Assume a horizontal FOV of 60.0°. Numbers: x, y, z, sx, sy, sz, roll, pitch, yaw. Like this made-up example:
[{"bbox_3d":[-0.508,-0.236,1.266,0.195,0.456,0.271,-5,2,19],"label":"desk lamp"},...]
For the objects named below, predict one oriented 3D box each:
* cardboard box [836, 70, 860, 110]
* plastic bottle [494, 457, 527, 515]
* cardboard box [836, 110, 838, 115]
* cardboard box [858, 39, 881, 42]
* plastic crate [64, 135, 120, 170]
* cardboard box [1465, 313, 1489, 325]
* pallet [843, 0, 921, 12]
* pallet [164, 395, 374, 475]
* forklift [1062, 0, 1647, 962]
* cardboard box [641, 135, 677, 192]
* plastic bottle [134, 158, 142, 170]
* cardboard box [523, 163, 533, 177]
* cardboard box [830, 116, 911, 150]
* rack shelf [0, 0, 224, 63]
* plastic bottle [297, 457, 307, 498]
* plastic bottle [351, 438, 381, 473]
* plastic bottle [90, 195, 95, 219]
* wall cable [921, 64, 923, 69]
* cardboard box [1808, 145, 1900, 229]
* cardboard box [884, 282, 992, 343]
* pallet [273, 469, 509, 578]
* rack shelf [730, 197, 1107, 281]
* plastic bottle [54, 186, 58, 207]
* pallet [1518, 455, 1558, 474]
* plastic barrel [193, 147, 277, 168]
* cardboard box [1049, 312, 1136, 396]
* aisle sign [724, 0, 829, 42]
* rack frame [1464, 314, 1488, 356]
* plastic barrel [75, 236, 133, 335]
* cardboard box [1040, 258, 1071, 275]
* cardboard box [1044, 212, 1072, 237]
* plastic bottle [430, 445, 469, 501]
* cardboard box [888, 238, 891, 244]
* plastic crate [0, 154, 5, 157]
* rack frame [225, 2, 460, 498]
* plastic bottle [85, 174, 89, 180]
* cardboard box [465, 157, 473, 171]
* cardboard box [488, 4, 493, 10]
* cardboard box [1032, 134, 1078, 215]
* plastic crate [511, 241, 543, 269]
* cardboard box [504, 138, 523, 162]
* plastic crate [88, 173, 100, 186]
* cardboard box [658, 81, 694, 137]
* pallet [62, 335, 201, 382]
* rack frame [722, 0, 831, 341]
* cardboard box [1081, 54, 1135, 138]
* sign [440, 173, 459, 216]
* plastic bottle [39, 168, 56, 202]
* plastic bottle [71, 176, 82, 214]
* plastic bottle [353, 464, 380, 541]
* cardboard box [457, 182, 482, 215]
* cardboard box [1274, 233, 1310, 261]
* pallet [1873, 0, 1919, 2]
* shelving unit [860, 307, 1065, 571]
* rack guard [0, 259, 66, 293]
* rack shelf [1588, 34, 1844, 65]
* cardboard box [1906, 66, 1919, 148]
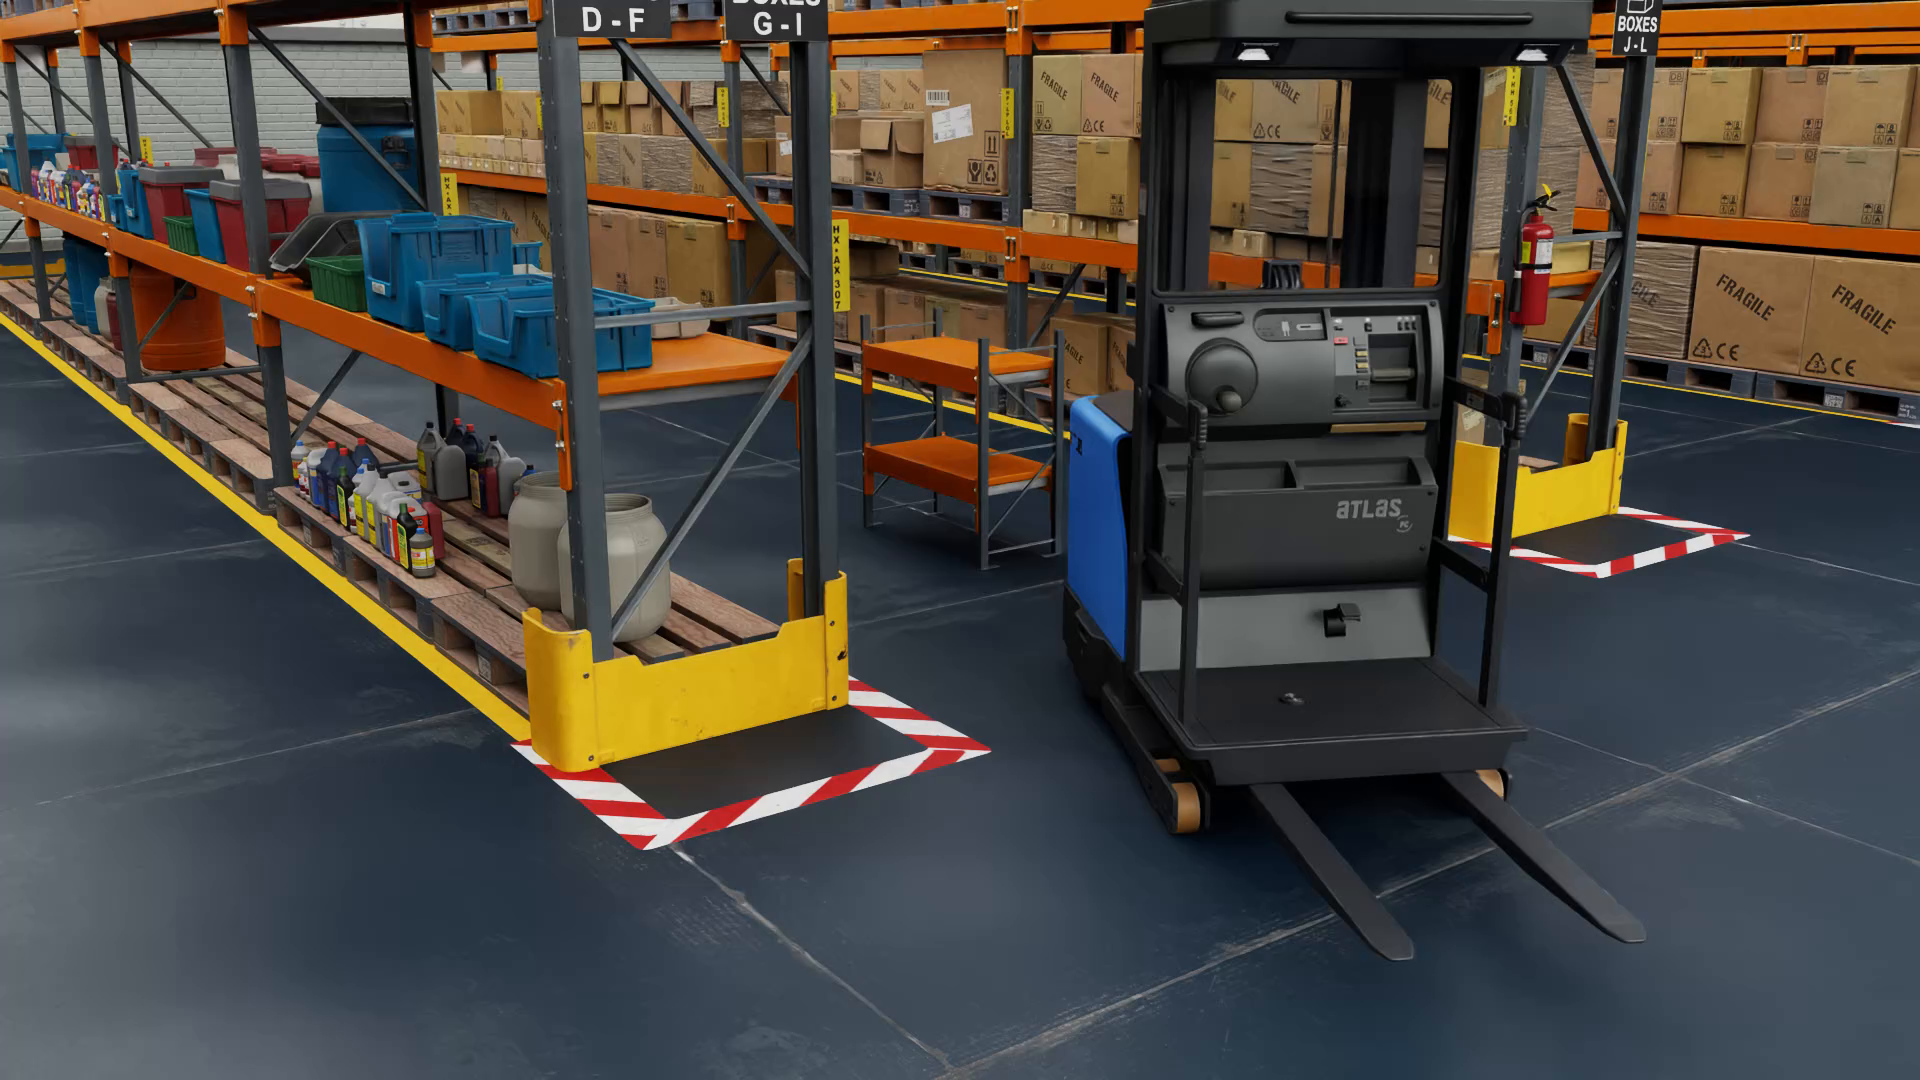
[{"bbox_3d":[-1.276,-5.905,21.824,0.500,0.500,0.500,-12,19,-36],"label":"cardboard box"},{"bbox_3d":[-2.233,-0.279,8.240,0.152,0.276,0.135,-10,18,-34],"label":"plastic bottle"},{"bbox_3d":[-1.564,-5.534,22.361,0.500,0.500,0.500,-11,19,-34],"label":"cardboard box"},{"bbox_3d":[-0.956,-6.498,21.238,0.500,0.250,0.500,-11,19,-35],"label":"cardboard box"},{"bbox_3d":[-8.266,-3.616,15.872,0.402,0.464,0.583,-11,19,-35],"label":"plastic crate"},{"bbox_3d":[4.400,-2.372,15.026,1.050,0.750,0.750,-11,19,-35],"label":"cardboard box"},{"bbox_3d":[-0.122,-4.113,12.595,1.213,0.211,1.003,-11,19,-35],"label":"pallet"},{"bbox_3d":[-4.454,-0.696,10.719,1.003,0.211,1.213,-11,19,-35],"label":"pallet"},{"bbox_3d":[1.149,-0.591,5.183,1.130,2.935,3.031,-2,15,-8],"label":"forklift"},{"bbox_3d":[-2.672,-3.574,15.764,0.500,0.500,0.500,-12,19,-36],"label":"cardboard box"},{"bbox_3d":[-7.138,-3.158,14.524,0.144,0.351,0.185,-11,19,-35],"label":"plastic bottle"},{"bbox_3d":[-4.533,-4.044,18.145,0.380,0.149,0.250,-10,18,-33],"label":"cardboard box"},{"bbox_3d":[-0.826,-3.280,13.891,0.700,0.500,0.500,-8,17,-26],"label":"cardboard box"},{"bbox_3d":[-6.768,-4.000,13.188,1.077,0.370,4.000,-11,19,-35],"label":"rack shelf"},{"bbox_3d":[-3.347,-0.323,8.543,0.097,0.201,0.097,0,15,0],"label":"plastic bottle"},{"bbox_3d":[-2.984,-0.339,8.316,0.144,0.351,0.185,-11,19,-35],"label":"plastic bottle"},{"bbox_3d":[-6.420,-2.495,12.385,0.097,0.201,0.097,0,15,0],"label":"plastic bottle"},{"bbox_3d":[-0.467,-8.401,31.664,0.588,1.984,0.122,-11,19,-35],"label":"wall cable"},{"bbox_3d":[6.594,-2.540,11.891,0.875,0.550,0.550,-11,19,-35],"label":"cardboard box"},{"bbox_3d":[-0.171,-1.753,13.199,0.700,0.500,0.500,-13,20,-39],"label":"cardboard box"},{"bbox_3d":[-2.879,-0.124,8.628,1.003,0.211,1.213,-11,19,-35],"label":"pallet"},{"bbox_3d":[-0.409,-2.467,13.272,1.077,0.370,4.000,-11,19,-35],"label":"rack shelf"},{"bbox_3d":[-7.389,-2.846,13.670,0.097,0.201,0.097,0,15,0],"label":"plastic bottle"},{"bbox_3d":[2.625,-0.383,9.577,1.003,0.211,1.213,-11,19,-35],"label":"pallet"},{"bbox_3d":[-5.074,-2.486,11.720,0.600,0.536,0.708,-11,19,-35],"label":"plastic barrel"},{"bbox_3d":[0.970,-1.293,11.557,0.500,0.500,0.500,-12,19,-36],"label":"cardboard box"},{"bbox_3d":[-0.609,-2.048,5.454,0.394,0.787,0.004,-11,19,-35],"label":"aisle sign"},{"bbox_3d":[4.838,-3.136,14.351,1.000,3.000,0.127,-11,19,-35],"label":"rack frame"},{"bbox_3d":[-7.221,-2.247,14.284,0.600,0.901,0.708,-11,19,-35],"label":"plastic barrel"},{"bbox_3d":[1.262,-3.309,18.922,0.500,0.500,0.500,-12,19,-37],"label":"cardboard box"},{"bbox_3d":[0.786,-2.118,11.109,0.380,0.149,0.250,-11,19,-35],"label":"cardboard box"},{"bbox_3d":[-2.620,-0.355,8.517,0.152,0.276,0.135,-11,19,-35],"label":"plastic bottle"},{"bbox_3d":[-0.721,-3.892,21.720,0.380,0.149,0.250,-11,19,-36],"label":"cardboard box"},{"bbox_3d":[-10.029,-3.885,17.291,0.416,0.233,0.300,-11,19,-35],"label":"plastic crate"},{"bbox_3d":[-3.240,-1.619,8.808,1.000,3.000,0.127,-11,19,-35],"label":"rack frame"},{"bbox_3d":[-7.022,-2.811,13.410,0.097,0.271,0.097,0,15,0],"label":"plastic bottle"},{"bbox_3d":[-5.589,-4.427,19.546,0.380,0.149,0.250,-11,19,-35],"label":"cardboard box"},{"bbox_3d":[-4.951,-6.248,18.867,0.700,0.500,0.500,-10,18,-32],"label":"cardboard box"},{"bbox_3d":[0.981,-2.473,11.178,0.875,0.500,0.500,-11,19,-35],"label":"cardboard box"},{"bbox_3d":[-2.369,-1.353,8.118,0.499,0.251,0.616,-11,19,-35],"label":"plastic crate"},{"bbox_3d":[-4.715,-4.330,18.437,0.500,0.250,0.500,-10,18,-33],"label":"cardboard box"},{"bbox_3d":[-8.102,-3.350,15.520,0.396,0.136,0.243,-11,19,-35],"label":"plastic crate"},{"bbox_3d":[-2.383,-4.072,15.681,0.797,0.503,0.637,-10,18,-33],"label":"cardboard box"},{"bbox_3d":[-6.802,-1.550,13.839,1.003,0.211,1.213,-11,19,-35],"label":"pallet"},{"bbox_3d":[-1.585,-3.242,14.738,1.000,3.000,0.127,-11,19,-35],"label":"rack frame"},{"bbox_3d":[1.121,-2.819,10.548,0.500,0.500,0.500,-11,19,-35],"label":"cardboard box"},{"bbox_3d":[-2.788,-1.835,9.075,0.100,0.325,0.005,-11,19,-35],"label":"sign"},{"bbox_3d":[-7.764,-3.031,14.203,0.152,0.276,0.135,-11,19,-35],"label":"plastic bottle"},{"bbox_3d":[-6.847,-2.681,12.909,0.061,0.283,0.133,-11,19,-35],"label":"plastic bottle"},{"bbox_3d":[-2.740,-0.185,7.755,0.144,0.351,0.185,-11,19,-35],"label":"plastic bottle"},{"bbox_3d":[-5.848,-4.003,20.750,0.875,0.875,0.875,-11,19,-35],"label":"cardboard box"},{"bbox_3d":[2.036,-1.705,9.600,0.380,0.149,0.250,-11,19,-35],"label":"cardboard box"},{"bbox_3d":[6.745,-3.842,11.419,1.003,0.211,1.213,-11,19,-35],"label":"pallet"},{"bbox_3d":[-0.004,-0.544,8.433,0.538,1.125,1.048,-11,19,-35],"label":"shelving unit"},{"bbox_3d":[-10.320,-2.978,18.511,1.175,0.500,0.348,-11,19,-35],"label":"rack guard"},{"bbox_3d":[7.607,-5.452,18.496,1.077,0.370,4.000,-11,19,-35],"label":"rack shelf"},{"bbox_3d":[7.003,-2.960,11.379,0.875,0.550,0.550,-11,19,-35],"label":"cardboard box"}]
